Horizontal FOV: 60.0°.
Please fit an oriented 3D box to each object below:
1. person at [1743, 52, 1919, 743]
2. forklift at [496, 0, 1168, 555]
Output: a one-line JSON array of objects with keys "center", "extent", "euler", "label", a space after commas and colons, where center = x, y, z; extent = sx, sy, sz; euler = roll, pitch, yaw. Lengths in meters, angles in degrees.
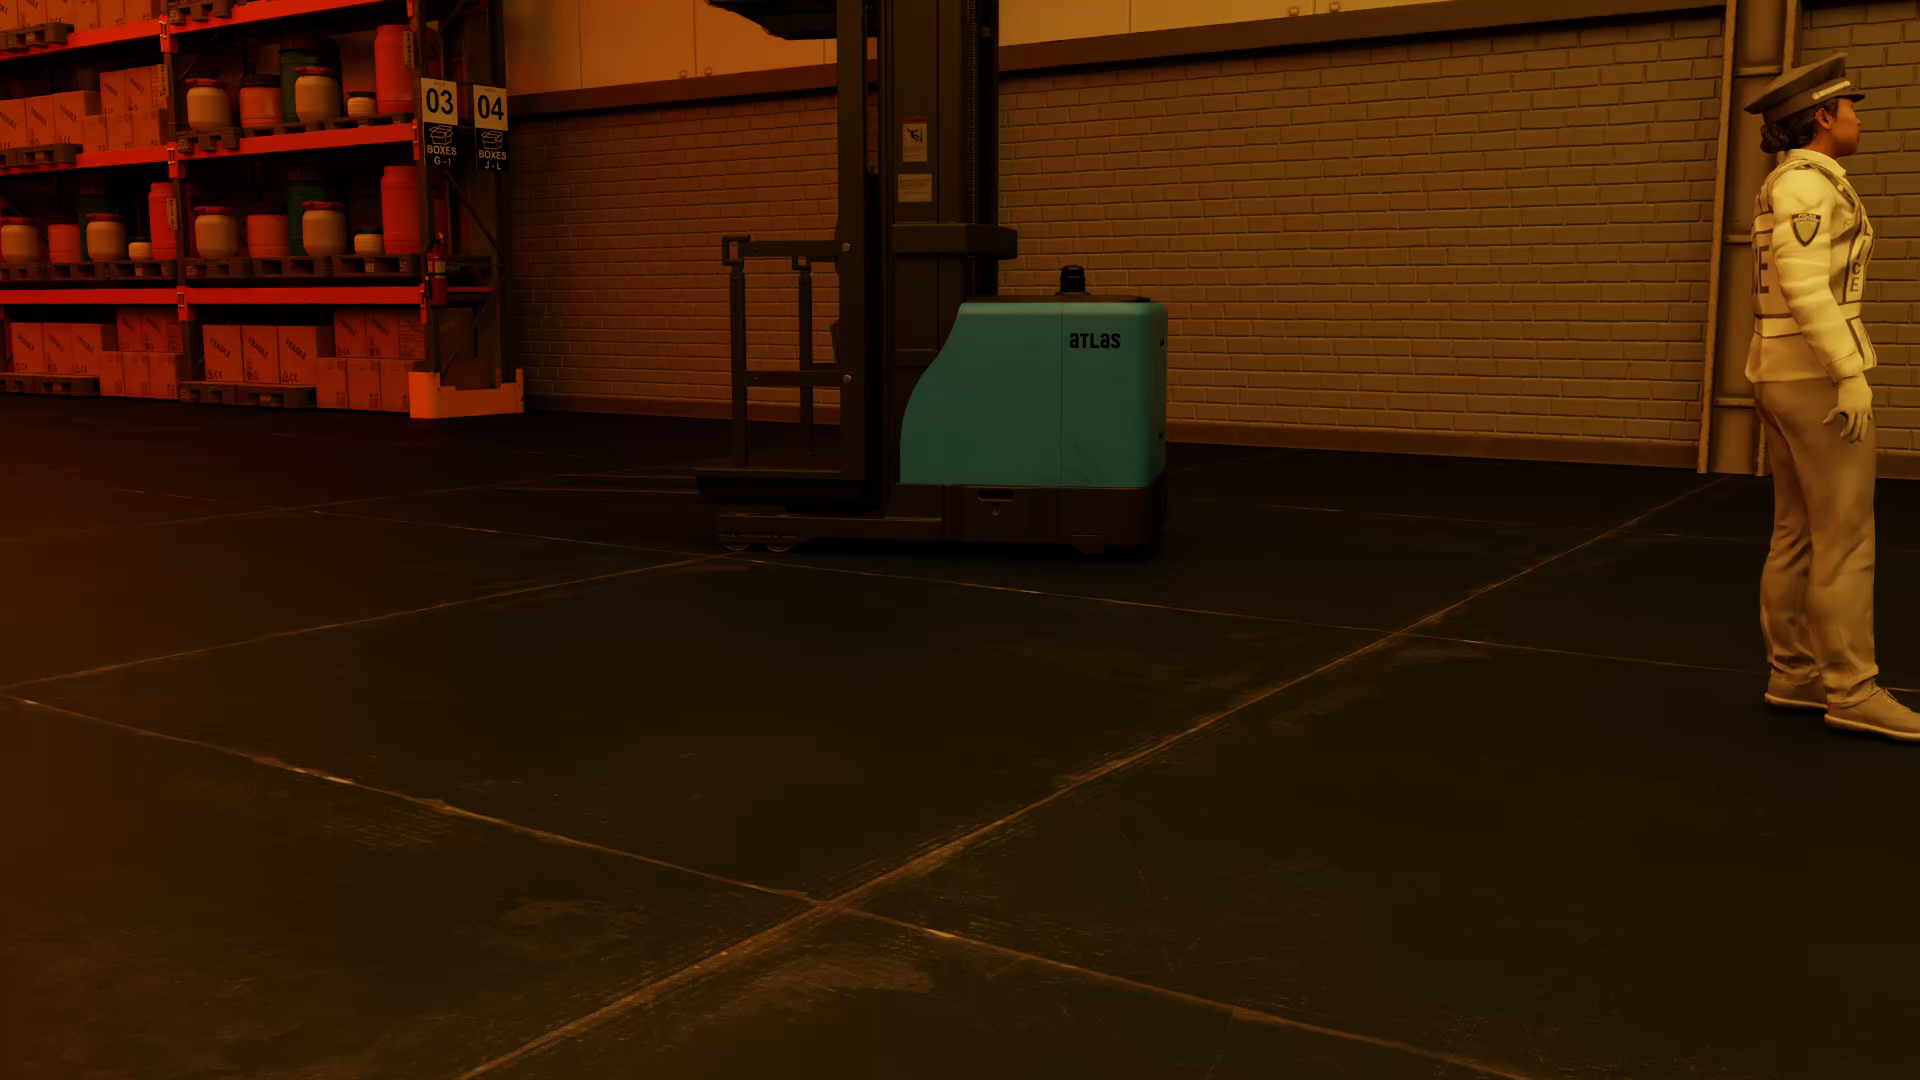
[{"center": [2.261, -0.388, 4.261], "extent": [0.531, 1.694, 0.587], "euler": [3, 9, 18], "label": "person"}, {"center": [-0.596, -1.469, 7.520], "extent": [3.031, 2.935, 1.130], "euler": [2, 8, 12], "label": "forklift"}]
